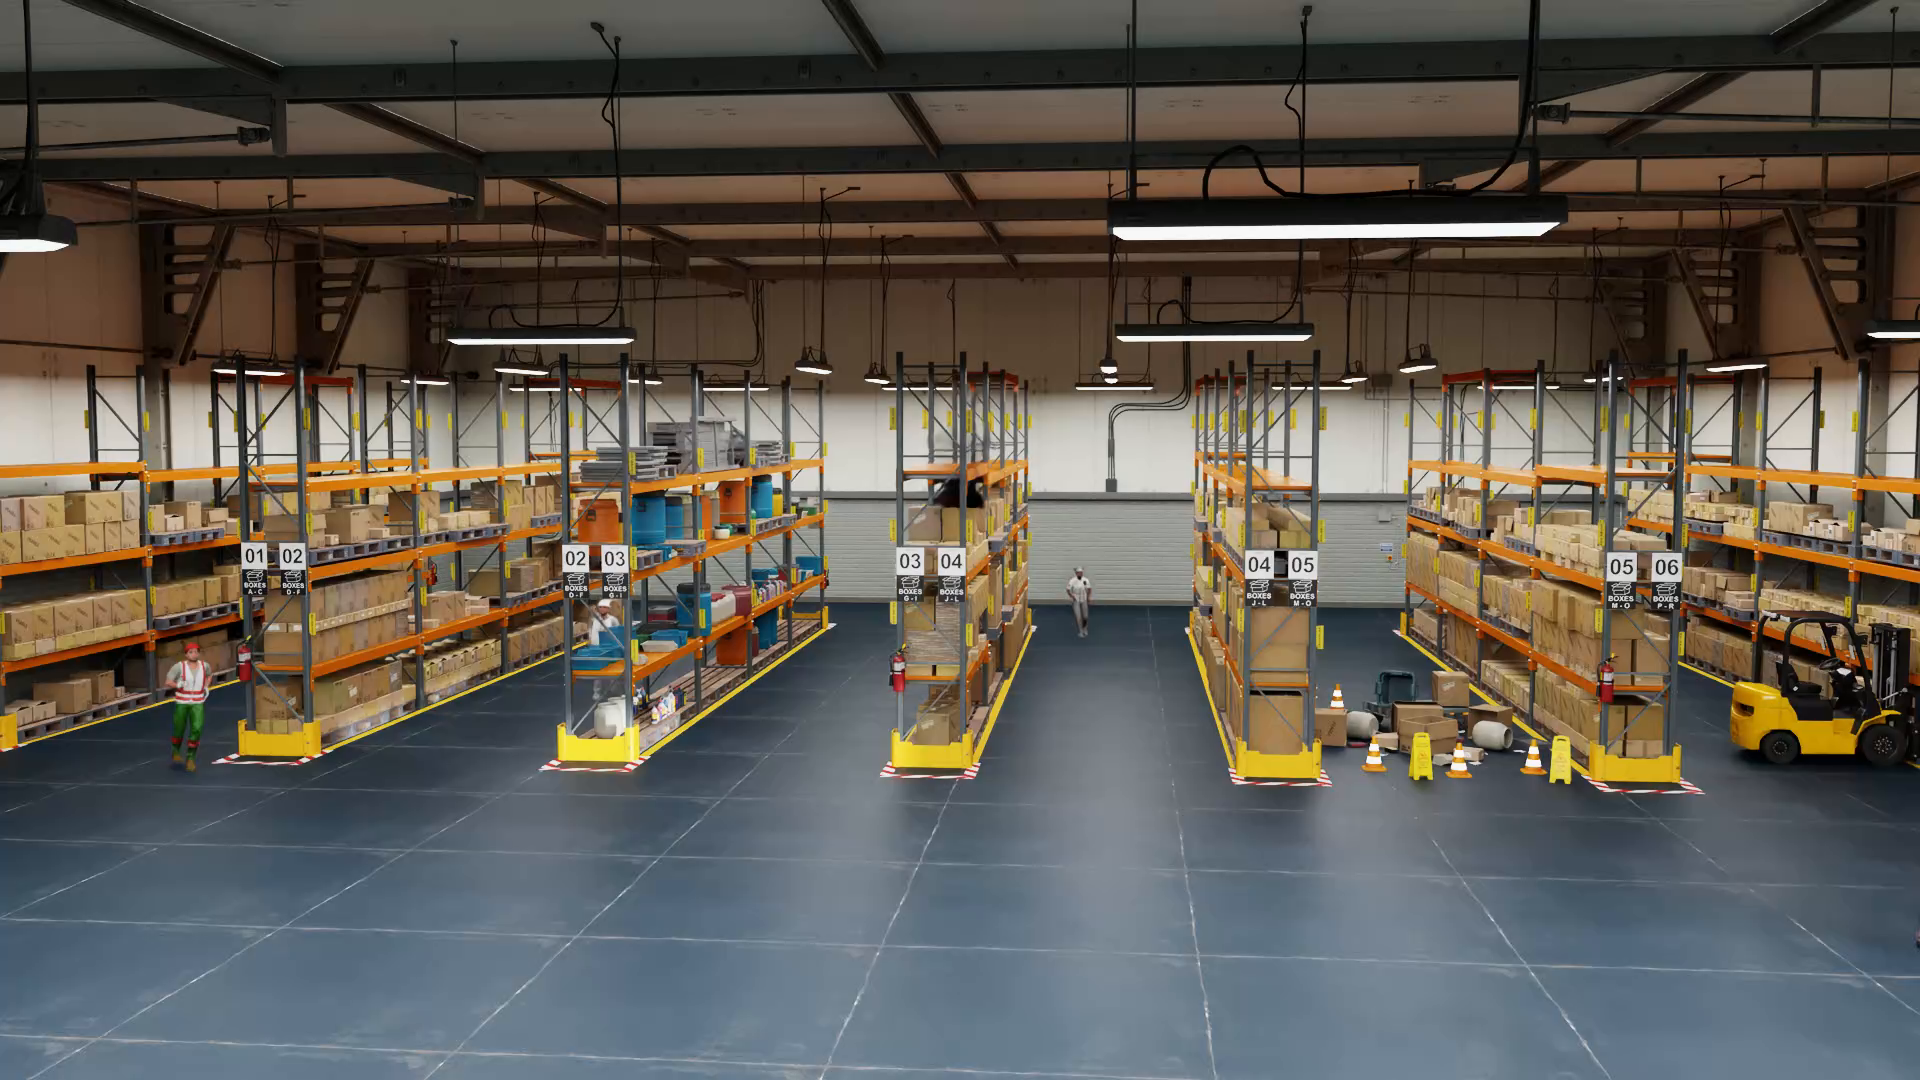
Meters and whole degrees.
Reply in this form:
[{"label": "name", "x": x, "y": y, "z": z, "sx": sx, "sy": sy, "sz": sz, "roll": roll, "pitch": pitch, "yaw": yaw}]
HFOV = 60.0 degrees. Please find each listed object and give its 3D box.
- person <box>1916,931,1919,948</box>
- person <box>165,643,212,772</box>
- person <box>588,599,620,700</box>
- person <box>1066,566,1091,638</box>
[{"label": "person", "x": 9.352, "y": 3.062, "z": 15.526, "sx": 0.682, "sy": 1.684, "sz": 0.703, "roll": -2, "pitch": 5, "yaw": -30}, {"label": "person", "x": -11.167, "y": 2.398, "z": 24.122, "sx": 0.654, "sy": 1.835, "sz": 0.788, "roll": -3, "pitch": 5, "yaw": -33}, {"label": "person", "x": -6.444, "y": 1.955, "z": 30.103, "sx": 0.656, "sy": 1.758, "sz": 0.970, "roll": 0, "pitch": 4, "yaw": 2}, {"label": "person", "x": 2.764, "y": 1.444, "z": 38.582, "sx": 0.594, "sy": 1.658, "sz": 0.537, "roll": 0, "pitch": 4, "yaw": -2}]
